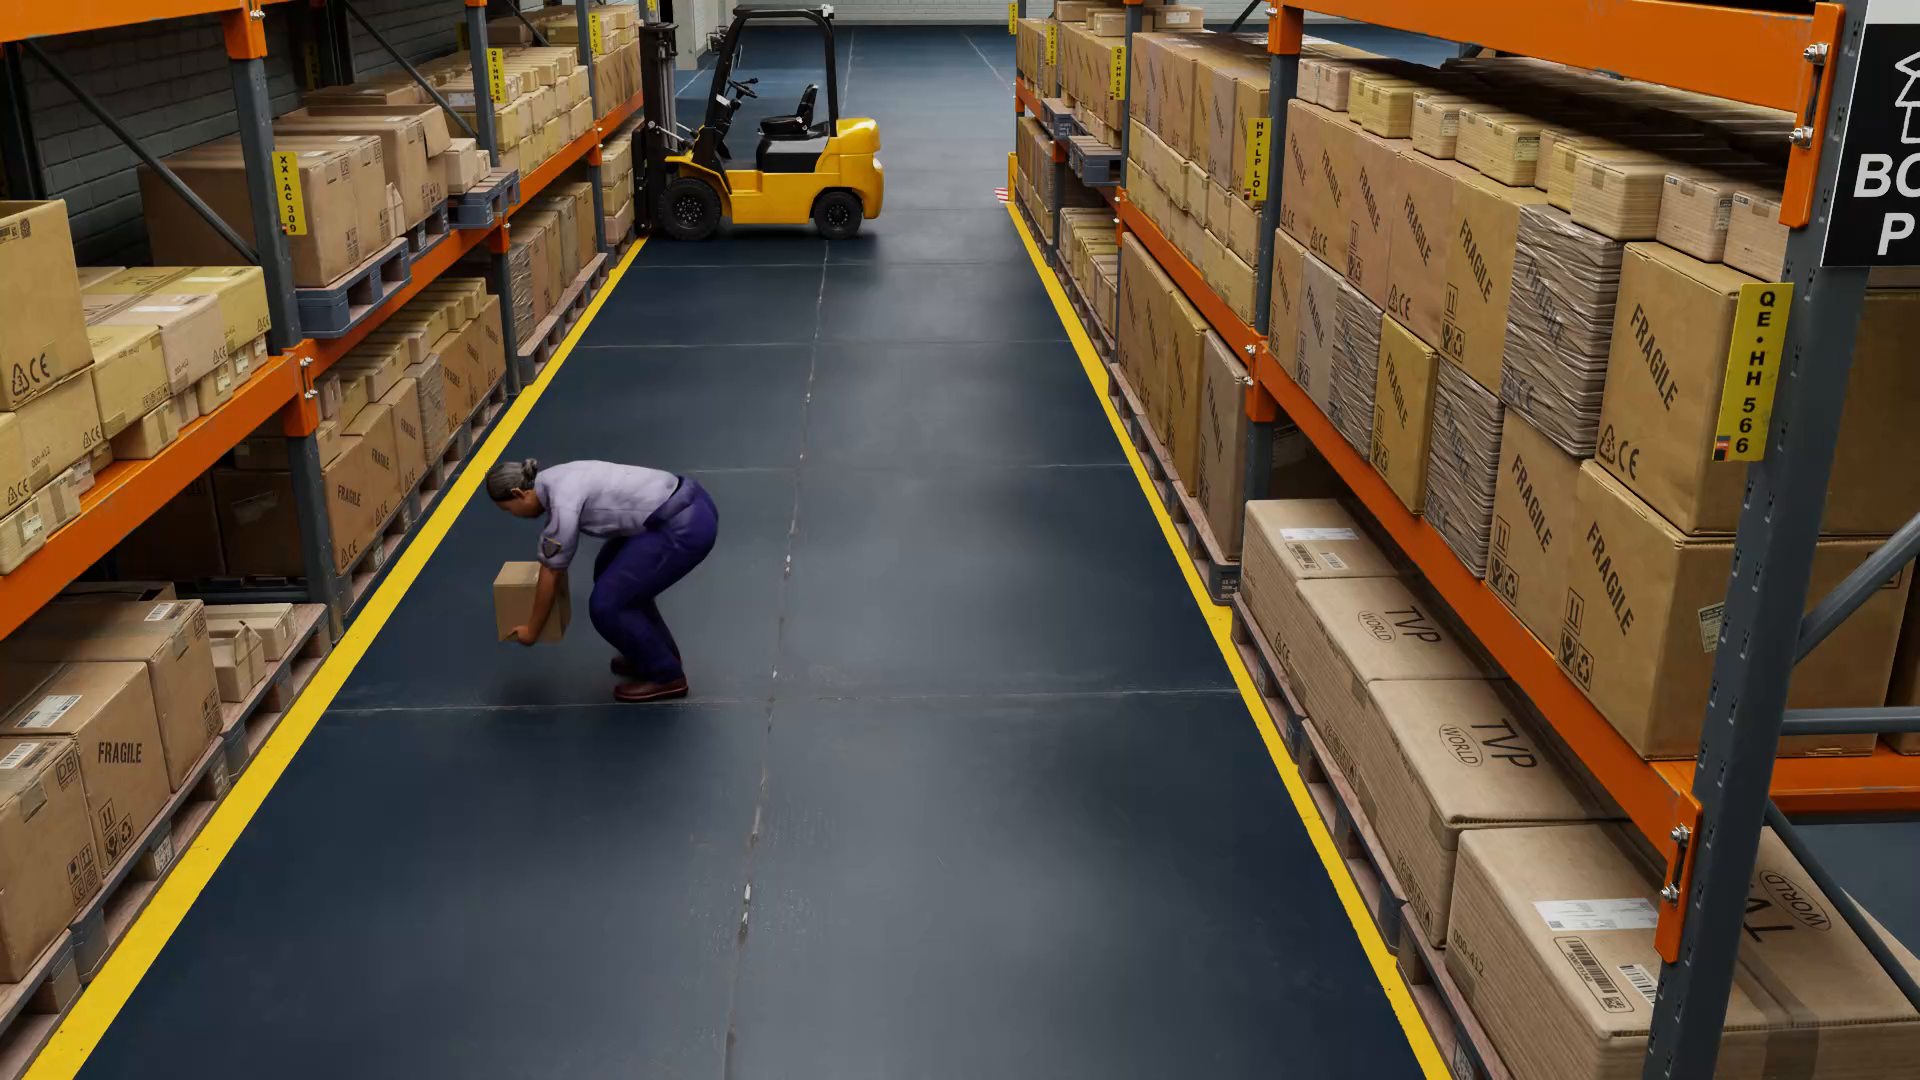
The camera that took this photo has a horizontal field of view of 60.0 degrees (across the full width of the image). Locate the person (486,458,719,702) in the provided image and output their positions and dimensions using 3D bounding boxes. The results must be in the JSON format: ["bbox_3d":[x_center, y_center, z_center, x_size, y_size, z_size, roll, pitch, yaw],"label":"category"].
[{"bbox_3d":[-1.413,0.131,6.700,0.892,0.985,0.509,-2,21,-6],"label":"person"}]
